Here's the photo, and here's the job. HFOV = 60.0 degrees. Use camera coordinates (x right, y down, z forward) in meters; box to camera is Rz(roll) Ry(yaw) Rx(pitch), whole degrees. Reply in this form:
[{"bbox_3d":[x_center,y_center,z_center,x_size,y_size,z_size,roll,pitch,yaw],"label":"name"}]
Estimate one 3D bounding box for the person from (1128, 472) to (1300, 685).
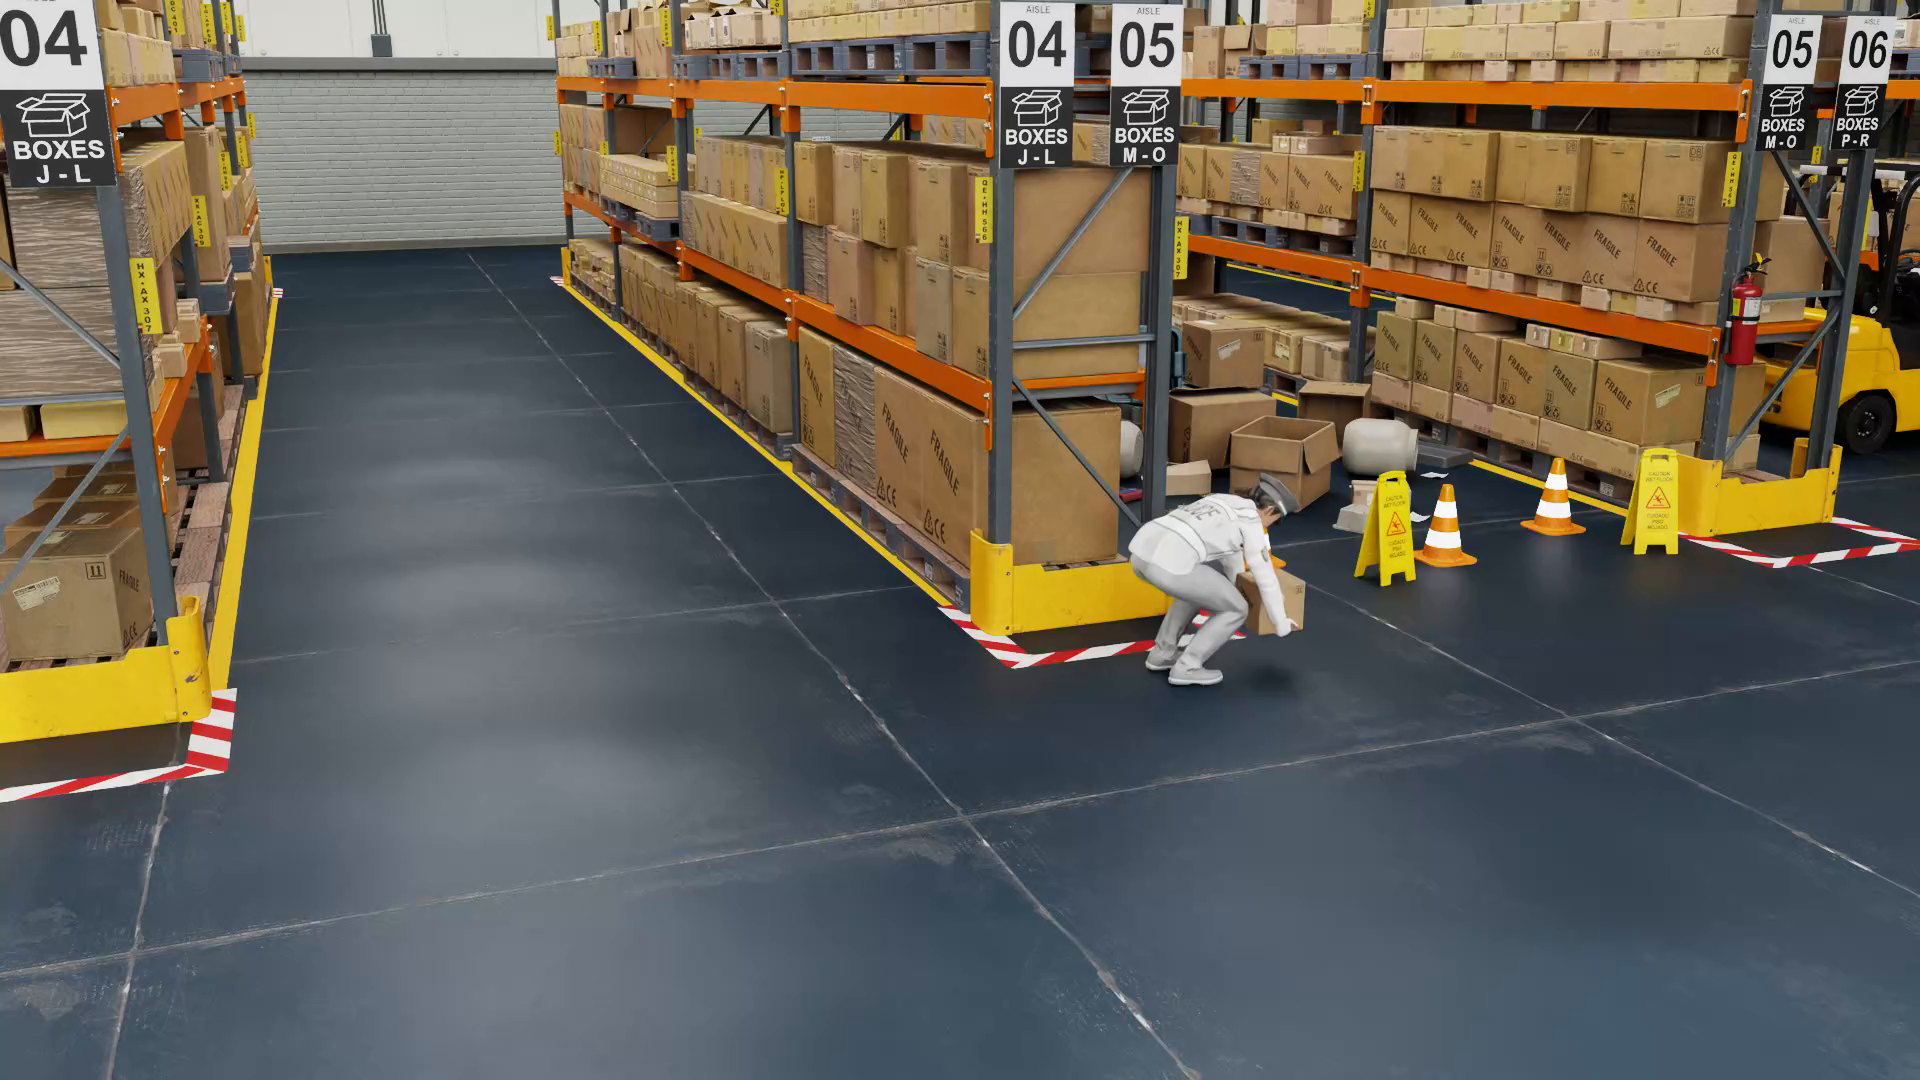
[{"bbox_3d":[1.253,0.182,8.154,0.903,0.981,0.468,-7,17,-22],"label":"person"}]
